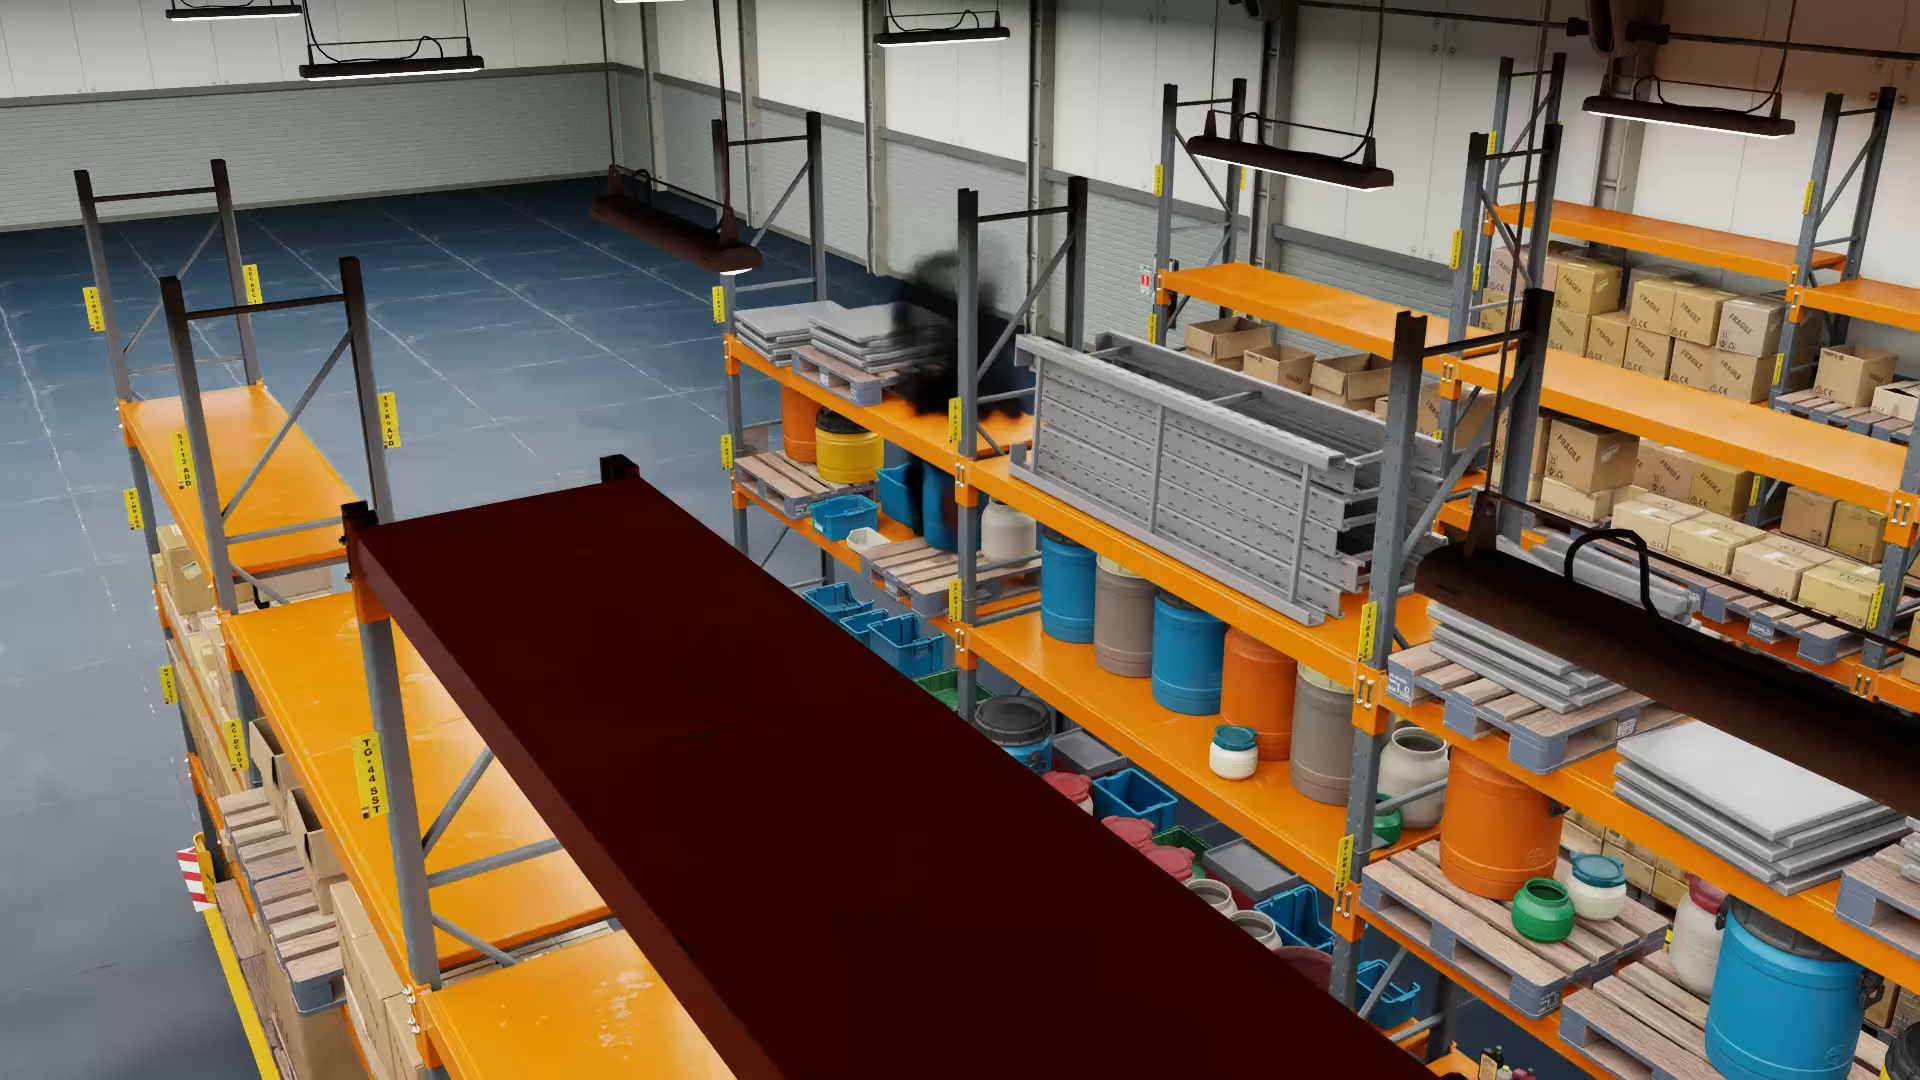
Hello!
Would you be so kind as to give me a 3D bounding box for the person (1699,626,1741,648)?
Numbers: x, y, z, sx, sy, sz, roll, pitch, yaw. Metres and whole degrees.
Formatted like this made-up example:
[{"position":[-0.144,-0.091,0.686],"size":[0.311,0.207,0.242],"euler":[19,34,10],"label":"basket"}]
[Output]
[{"position":[6.878,1.312,15.627],"size":[0.663,1.776,1.004],"euler":[-14,26,-30],"label":"person"}]
